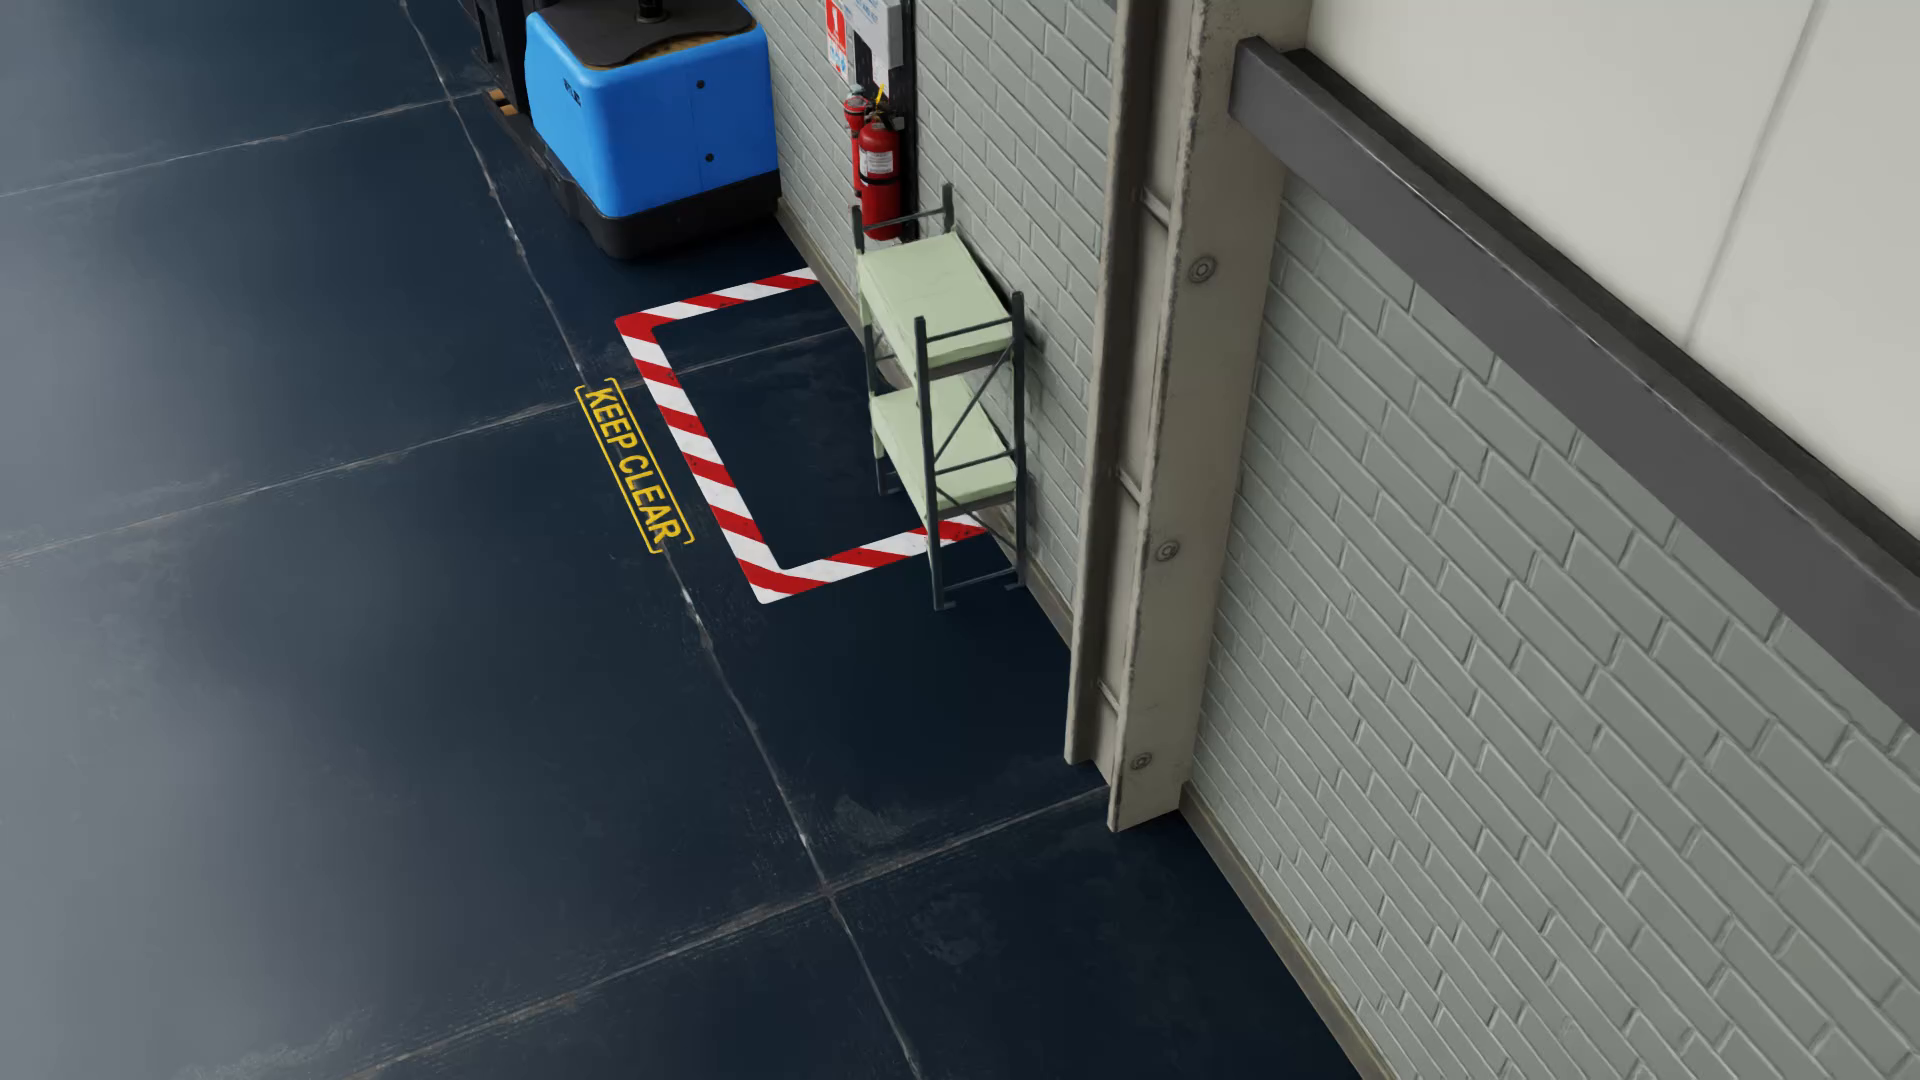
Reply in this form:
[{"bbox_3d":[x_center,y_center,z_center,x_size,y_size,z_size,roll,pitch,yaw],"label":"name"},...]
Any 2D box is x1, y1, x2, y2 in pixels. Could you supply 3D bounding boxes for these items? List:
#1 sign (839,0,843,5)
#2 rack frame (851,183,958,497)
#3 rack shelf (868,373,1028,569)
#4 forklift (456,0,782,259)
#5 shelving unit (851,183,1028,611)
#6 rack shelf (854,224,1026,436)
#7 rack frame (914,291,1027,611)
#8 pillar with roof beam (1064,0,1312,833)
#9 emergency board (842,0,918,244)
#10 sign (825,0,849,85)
[{"bbox_3d":[-0.536,-2.338,6.950,0.001,0.109,0.331,-18,47,-17],"label":"sign"},{"bbox_3d":[-0.193,-0.775,6.828,0.400,1.500,0.023,-16,47,-13],"label":"rack frame"},{"bbox_3d":[-0.055,-0.305,6.816,0.431,0.370,0.720,-16,47,-13],"label":"rack shelf"},{"bbox_3d":[-2.078,-3.498,8.577,1.130,2.935,3.031,-23,49,-21],"label":"forklift"},{"bbox_3d":[-0.067,-0.534,6.584,0.431,1.500,0.755,-16,47,-13],"label":"shelving unit"},{"bbox_3d":[-0.082,-0.807,6.306,0.431,0.370,0.720,-16,47,-13],"label":"rack shelf"},{"bbox_3d":[0.059,-0.292,6.340,0.400,1.500,0.023,-16,47,-13],"label":"rack frame"},{"bbox_3d":[-3.293,-1.038,1.764,9.100,9.000,0.400,-18,47,-17],"label":"pillar with roof beam"},{"bbox_3d":[-0.391,-1.760,6.767,0.194,1.169,0.643,-18,47,-17],"label":"emergency board"},{"bbox_3d":[-0.530,-2.155,7.142,0.001,0.329,0.234,-18,47,-17],"label":"sign"}]
